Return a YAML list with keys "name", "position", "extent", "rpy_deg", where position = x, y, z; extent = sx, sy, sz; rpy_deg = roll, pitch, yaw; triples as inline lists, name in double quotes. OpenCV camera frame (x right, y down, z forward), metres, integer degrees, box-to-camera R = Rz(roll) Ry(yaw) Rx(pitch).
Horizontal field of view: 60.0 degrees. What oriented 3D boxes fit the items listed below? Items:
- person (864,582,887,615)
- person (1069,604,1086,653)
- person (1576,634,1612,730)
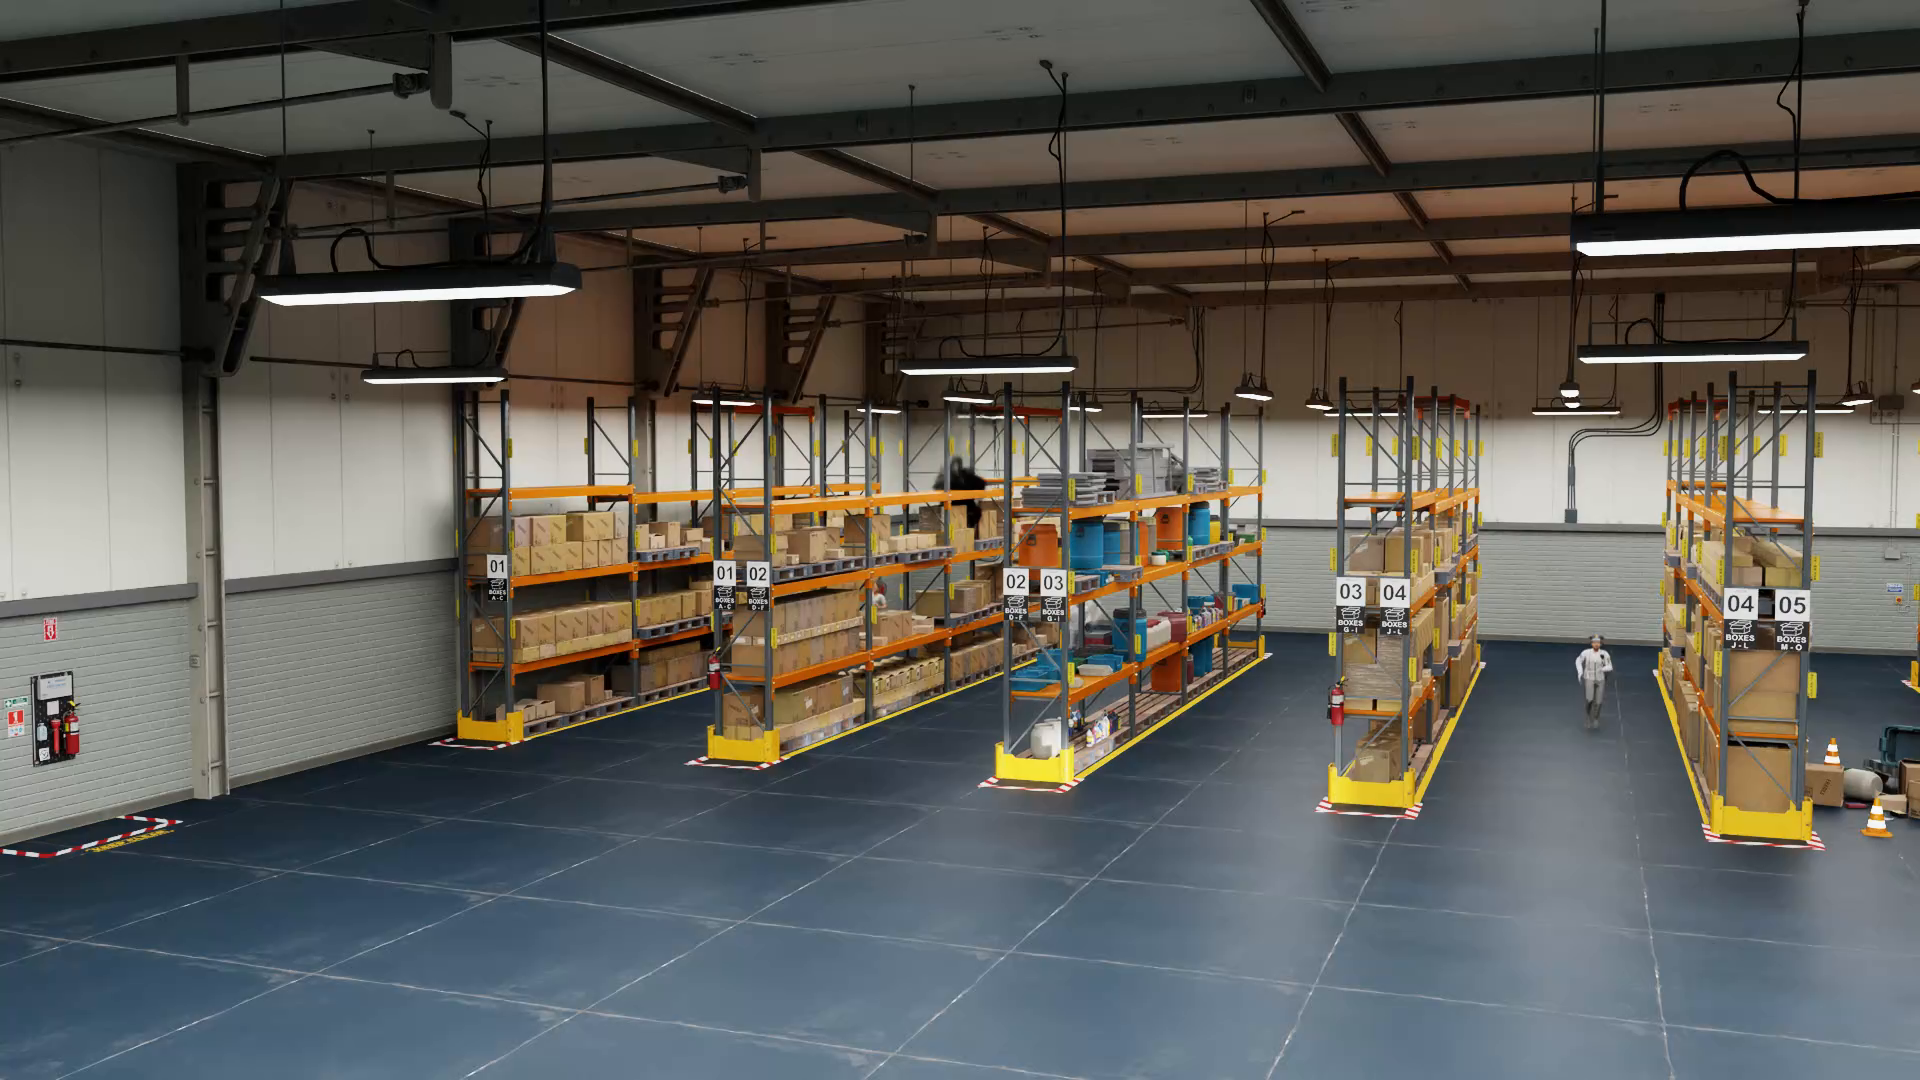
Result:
- name: "person"
  position: [-1.935, 1.800, 37.692]
  extent: [0.570, 1.683, 0.891]
  rpy_deg: [0, 3, 9]
- name: "person"
  position: [2.449, 1.937, 35.280]
  extent: [0.437, 1.679, 0.611]
  rpy_deg: [1, 3, 13]
- name: "person"
  position: [11.307, 2.526, 29.635]
  extent: [0.584, 1.704, 0.684]
  rpy_deg: [1, 3, 14]
